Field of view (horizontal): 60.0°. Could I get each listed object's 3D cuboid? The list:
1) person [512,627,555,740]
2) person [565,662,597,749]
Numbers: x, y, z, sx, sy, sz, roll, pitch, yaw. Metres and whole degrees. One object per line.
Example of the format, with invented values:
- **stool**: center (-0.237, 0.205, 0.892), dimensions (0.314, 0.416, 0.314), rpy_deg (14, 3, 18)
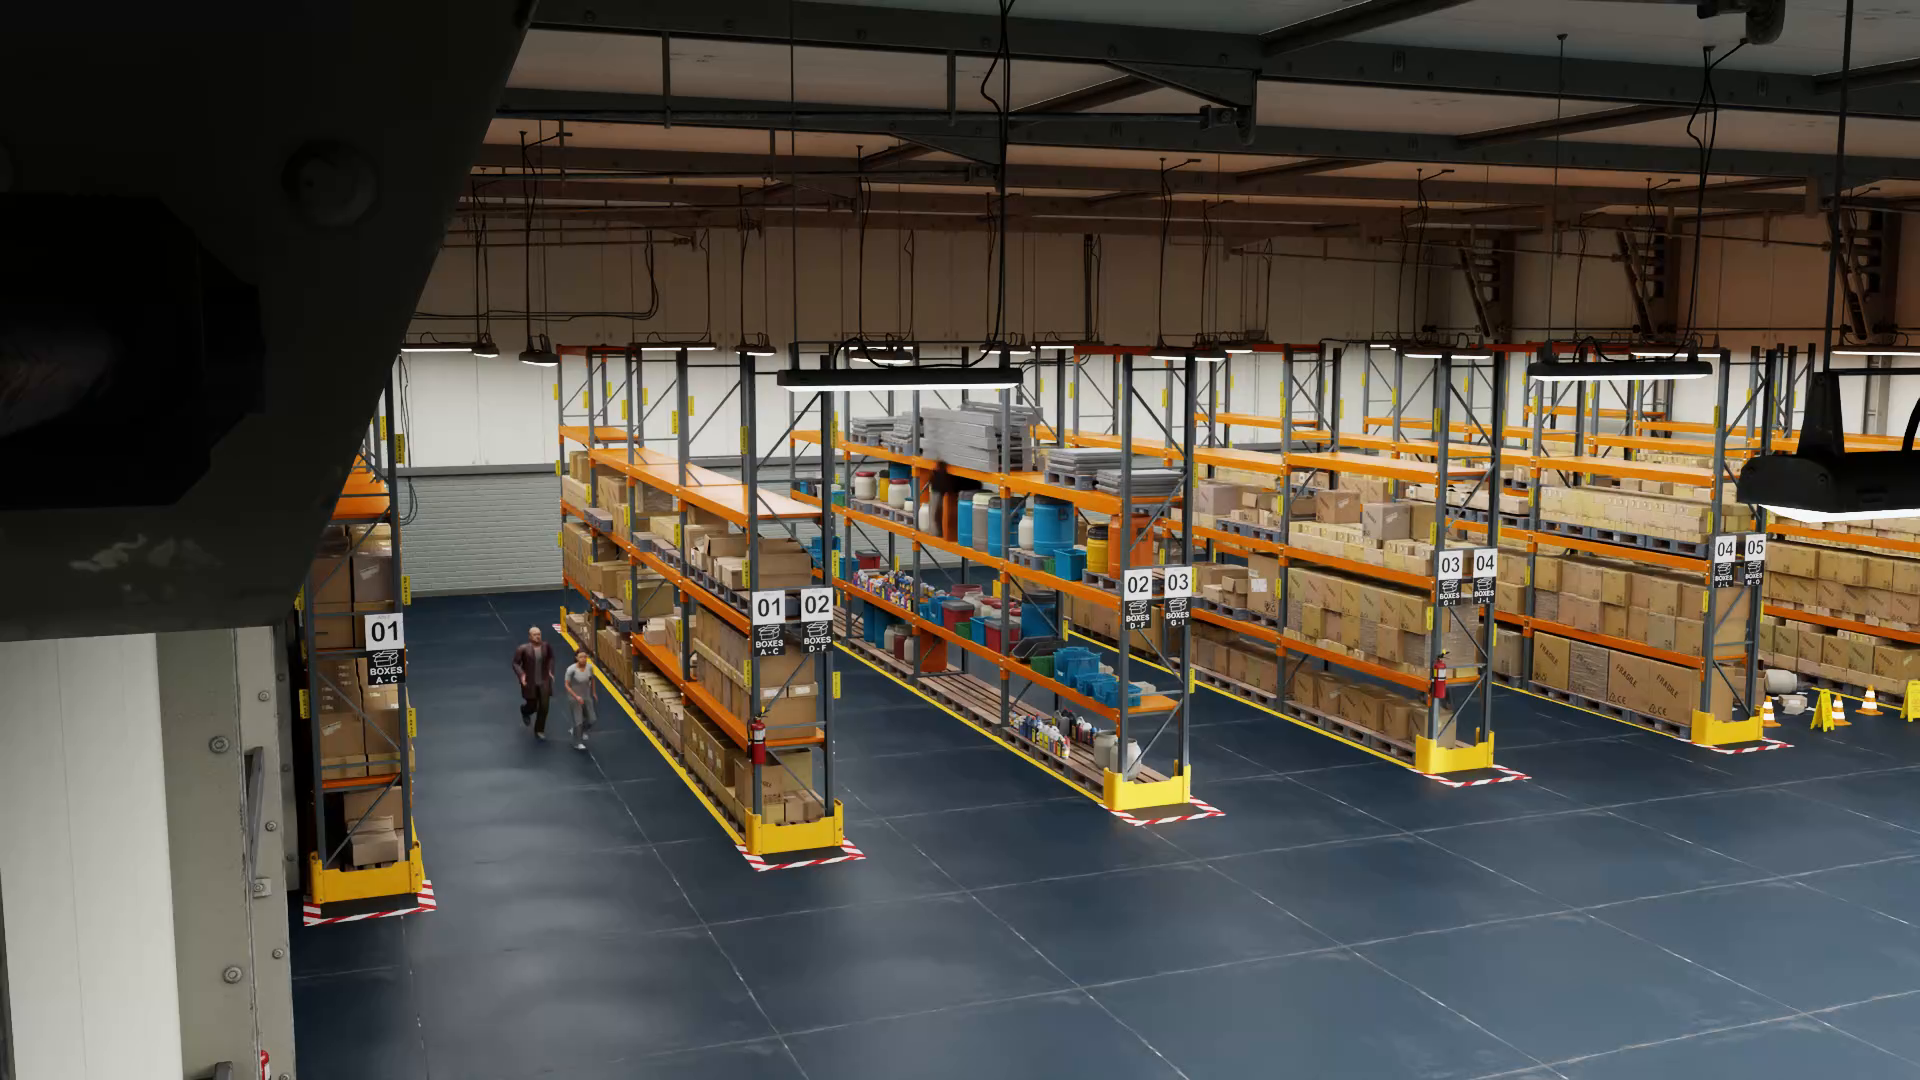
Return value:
- **person**: center (-6.628, 2.185, 25.886), dimensions (0.690, 1.712, 0.818), rpy_deg (-4, 8, -29)
- **person**: center (-5.764, 2.480, 25.054), dimensions (0.540, 1.363, 0.616), rpy_deg (-6, 9, -40)
